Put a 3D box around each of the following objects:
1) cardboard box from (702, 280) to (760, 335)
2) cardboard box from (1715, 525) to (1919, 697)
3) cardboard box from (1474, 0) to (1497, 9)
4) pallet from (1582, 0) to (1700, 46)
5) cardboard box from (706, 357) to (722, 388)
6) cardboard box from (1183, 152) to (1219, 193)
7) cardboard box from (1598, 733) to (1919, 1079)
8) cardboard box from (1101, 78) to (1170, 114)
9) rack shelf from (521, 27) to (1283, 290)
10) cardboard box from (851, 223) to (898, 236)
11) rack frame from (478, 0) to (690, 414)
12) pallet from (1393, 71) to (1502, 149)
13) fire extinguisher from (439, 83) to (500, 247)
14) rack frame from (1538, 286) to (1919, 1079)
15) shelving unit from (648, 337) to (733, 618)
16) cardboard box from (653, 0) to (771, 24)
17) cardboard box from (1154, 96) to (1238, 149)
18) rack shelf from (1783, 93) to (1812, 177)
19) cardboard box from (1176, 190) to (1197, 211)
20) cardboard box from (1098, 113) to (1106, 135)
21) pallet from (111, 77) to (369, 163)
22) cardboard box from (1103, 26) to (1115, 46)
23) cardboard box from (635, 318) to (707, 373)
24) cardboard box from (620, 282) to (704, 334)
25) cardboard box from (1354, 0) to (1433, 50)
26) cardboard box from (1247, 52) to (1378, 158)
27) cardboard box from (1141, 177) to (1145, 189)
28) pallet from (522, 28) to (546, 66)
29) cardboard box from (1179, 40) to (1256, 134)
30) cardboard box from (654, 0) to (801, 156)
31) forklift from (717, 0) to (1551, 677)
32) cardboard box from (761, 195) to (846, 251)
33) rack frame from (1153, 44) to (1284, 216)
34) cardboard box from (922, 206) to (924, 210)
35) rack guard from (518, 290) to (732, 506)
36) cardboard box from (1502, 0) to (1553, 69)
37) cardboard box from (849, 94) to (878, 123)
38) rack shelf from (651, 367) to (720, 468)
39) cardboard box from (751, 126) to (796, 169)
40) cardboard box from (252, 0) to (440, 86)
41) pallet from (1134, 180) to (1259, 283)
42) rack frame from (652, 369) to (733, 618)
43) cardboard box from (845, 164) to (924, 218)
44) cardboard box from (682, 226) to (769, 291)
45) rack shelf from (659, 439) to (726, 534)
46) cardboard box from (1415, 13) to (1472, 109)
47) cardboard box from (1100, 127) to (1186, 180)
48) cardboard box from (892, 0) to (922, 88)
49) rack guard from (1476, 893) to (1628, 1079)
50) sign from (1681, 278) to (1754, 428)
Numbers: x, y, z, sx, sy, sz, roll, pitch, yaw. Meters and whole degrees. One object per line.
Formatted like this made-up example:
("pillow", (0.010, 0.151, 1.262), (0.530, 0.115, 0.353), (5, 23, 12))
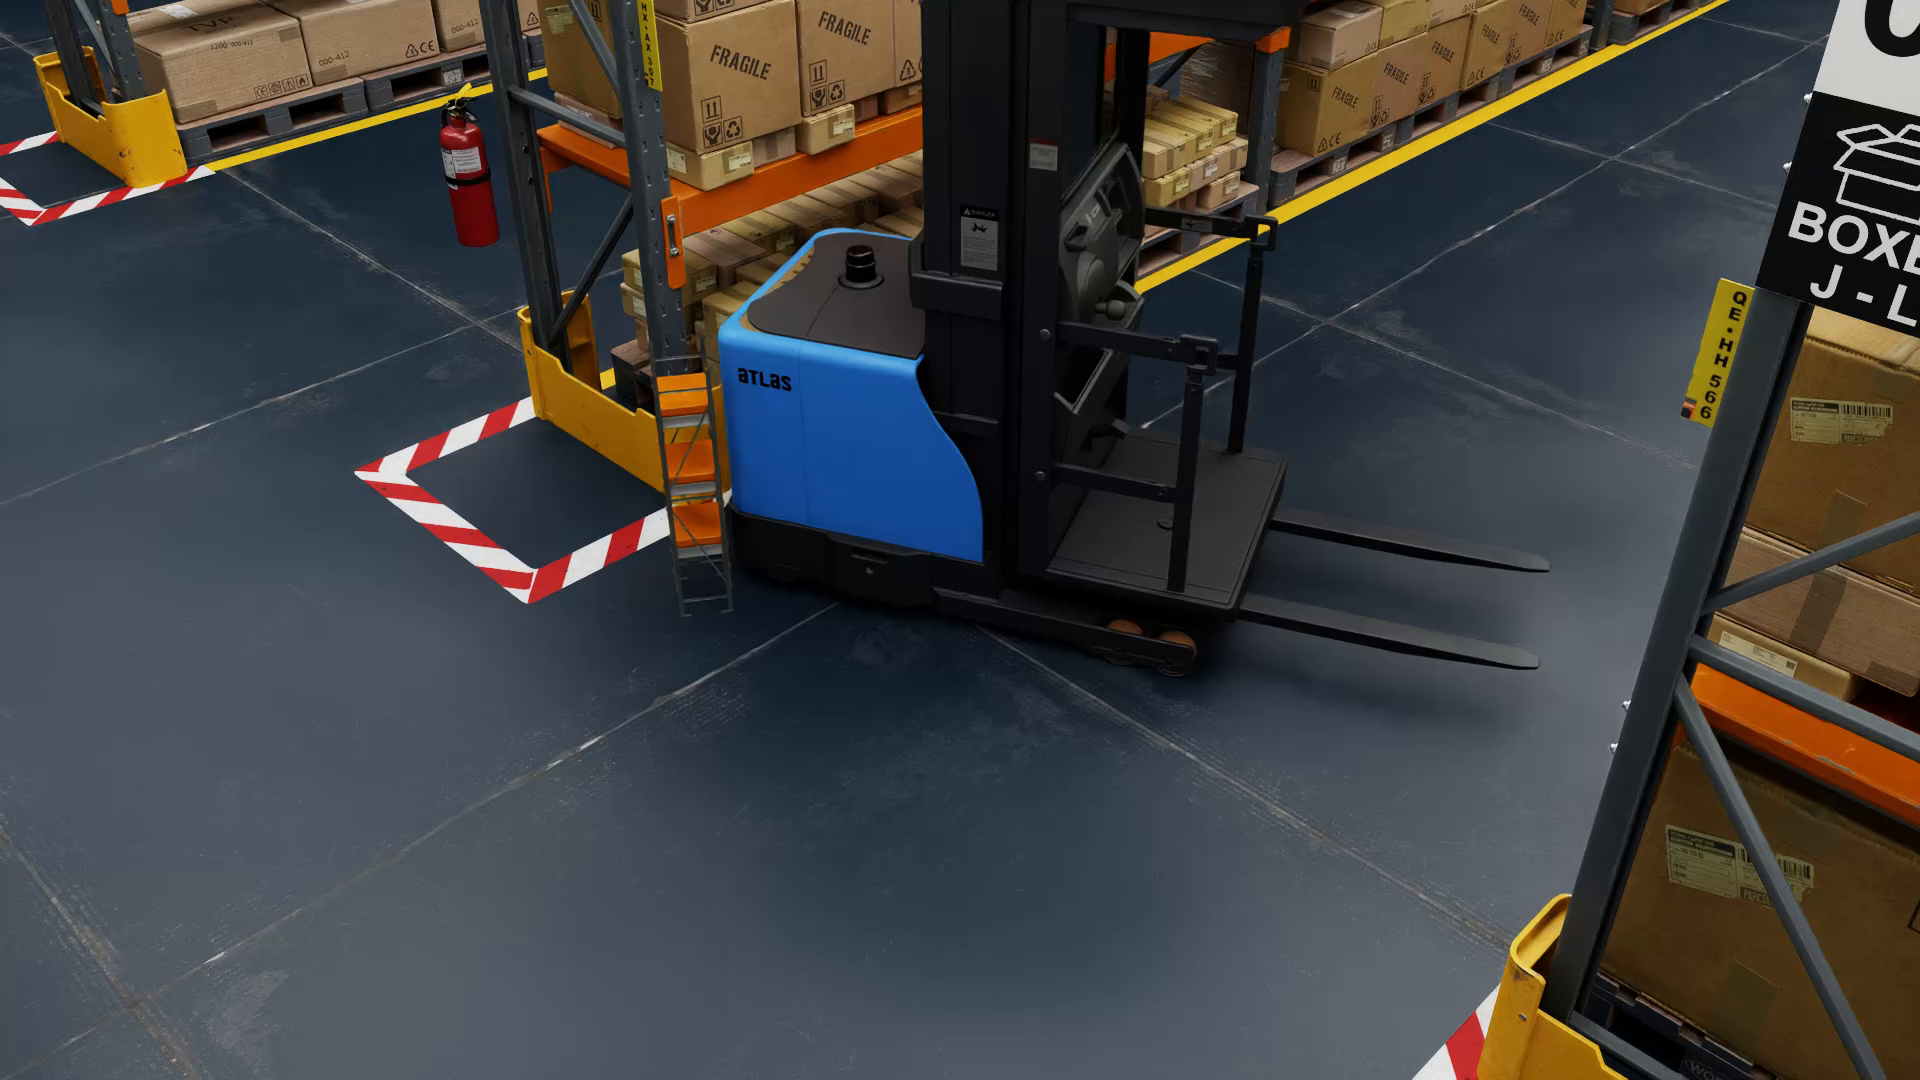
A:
("cardboard box", (-0.878, -0.947, 7.090), (0.380, 0.149, 0.250), (27, 43, 33))
("cardboard box", (2.113, 0.052, 3.924), (0.500, 0.250, 0.500), (29, 44, 35))
("cardboard box", (3.135, -3.533, 10.357), (0.500, 0.250, 0.500), (-29, 44, -35))
("pallet", (4.757, -4.017, 12.326), (1.003, 0.211, 1.213), (30, 45, 35))
("cardboard box", (-0.892, -0.711, 7.272), (0.250, 0.149, 0.380), (-29, 44, -35))
("cardboard box", (1.152, -2.002, 8.863), (0.380, 0.149, 0.250), (27, 43, 33))
("cardboard box", (2.354, 0.823, 4.438), (0.875, 0.875, 0.875), (30, 45, 35))
("cardboard box", (0.940, -2.438, 9.229), (0.250, 0.149, 0.380), (-28, 44, -34))
("rack shelf", (-0.079, -2.141, 7.826), (1.077, 0.370, 4.000), (30, 45, 35))
("cardboard box", (-0.385, -1.292, 7.585), (0.380, 0.149, 0.250), (27, 43, 33))
("rack frame", (-1.488, -1.624, 6.456), (1.000, 3.000, 0.127), (30, 45, 35))
("pallet", (2.737, -2.918, 10.750), (1.003, 0.211, 1.213), (30, 45, 35))
("fire extinguisher", (-1.993, -1.523, 6.705), (0.296, 0.674, 0.183), (30, 45, 35))
("rack frame", (1.960, 0.416, 3.531), (1.000, 3.000, 0.127), (30, 45, 35))
("shelving unit", (-0.990, -0.217, 6.143), (0.215, 1.050, 0.252), (-7, 35, -10))
("cardboard box", (-0.984, -2.272, 6.165), (0.500, 0.500, 0.500), (29, 44, 35))
("cardboard box", (1.264, -2.245, 8.952), (0.250, 0.149, 0.380), (-29, 44, -34))
("rack shelf", (3.369, -1.331, 4.043), (1.077, 0.370, 4.000), (30, 45, 35))
("cardboard box", (1.053, -1.882, 8.952), (0.250, 0.149, 0.380), (-29, 44, -34))
("cardboard box", (0.561, -2.228, 8.927), (0.380, 0.149, 0.250), (29, 44, 35))
("pallet", (-4.564, -2.790, 10.566), (1.003, 0.211, 1.213), (30, 45, 35))
("cardboard box", (0.591, -2.484, 7.910), (0.380, 0.149, 0.250), (27, 43, 34))
("cardboard box", (-1.265, -0.925, 7.579), (0.250, 0.149, 0.380), (-29, 44, -35))
("cardboard box", (-1.319, -1.078, 7.539), (0.380, 0.149, 0.250), (28, 44, 34))
("cardboard box", (2.412, -3.113, 9.754), (0.500, 0.250, 0.500), (-29, 44, -34))
("cardboard box", (2.039, -2.588, 9.656), (0.500, 0.500, 0.500), (-28, 44, -34))
("cardboard box", (0.729, -1.824, 8.608), (0.250, 0.149, 0.380), (-29, 44, -35))
("pallet", (-2.845, -3.781, 11.987), (1.003, 0.211, 1.213), (30, 45, 35))
("cardboard box", (1.673, -2.797, 9.956), (0.500, 0.500, 0.500), (29, 44, 35))
("cardboard box", (-0.976, -1.858, 6.444), (0.500, 0.500, 0.500), (-28, 43, -34))
("forklift", (0.681, -1.050, 5.694), (3.031, 2.935, 1.130), (12, 37, 16))
("cardboard box", (-0.758, -1.503, 7.887), (0.380, 0.149, 0.250), (28, 43, 34))
("rack frame", (1.330, -3.248, 8.785), (1.000, 3.000, 0.127), (30, 45, 35))
("cardboard box", (0.035, -1.489, 7.868), (0.250, 0.149, 0.380), (-29, 44, -35))
("rack guard", (-1.435, -0.630, 7.216), (1.175, 0.500, 0.348), (30, 45, 35))
("cardboard box", (3.502, -3.437, 10.874), (0.500, 0.500, 0.500), (-28, 44, -34))
("cardboard box", (-0.564, -1.888, 7.055), (0.250, 0.149, 0.380), (-28, 43, -34))
("rack shelf", (-0.990, -0.441, 5.987), (0.215, 0.259, 0.240), (-7, 35, -10))
("cardboard box", (-0.877, -1.640, 6.699), (0.250, 0.149, 0.380), (-28, 44, -34))
("cardboard box", (-4.039, -3.382, 10.850), (0.875, 0.438, 0.875), (-29, 44, -34))
("pallet", (0.882, -1.817, 9.171), (1.003, 0.211, 1.213), (30, 45, 35))
("rack frame", (-0.965, -0.148, 6.045), (0.200, 1.050, 0.008), (-7, 35, -10))
("cardboard box", (-0.343, -1.696, 8.165), (0.380, 0.149, 0.250), (28, 44, 34))
("cardboard box", (-1.077, -1.267, 7.549), (0.250, 0.149, 0.380), (-29, 44, -35))
("rack shelf", (-0.990, -0.208, 6.149), (0.215, 0.259, 0.240), (-7, 35, -10))
("cardboard box", (2.770, -3.021, 10.278), (0.500, 0.500, 0.500), (-29, 44, -35))
("cardboard box", (0.942, -2.022, 8.632), (0.380, 0.149, 0.250), (29, 44, 35))
("cardboard box", (-0.263, -2.279, 7.048), (0.500, 0.500, 0.500), (-29, 44, -35))
("rack guard", (1.943, 1.451, 4.232), (1.175, 0.500, 0.348), (30, 45, 35))
("sign", (1.585, -0.380, 3.454), (0.100, 0.325, 0.005), (30, 45, 35))
